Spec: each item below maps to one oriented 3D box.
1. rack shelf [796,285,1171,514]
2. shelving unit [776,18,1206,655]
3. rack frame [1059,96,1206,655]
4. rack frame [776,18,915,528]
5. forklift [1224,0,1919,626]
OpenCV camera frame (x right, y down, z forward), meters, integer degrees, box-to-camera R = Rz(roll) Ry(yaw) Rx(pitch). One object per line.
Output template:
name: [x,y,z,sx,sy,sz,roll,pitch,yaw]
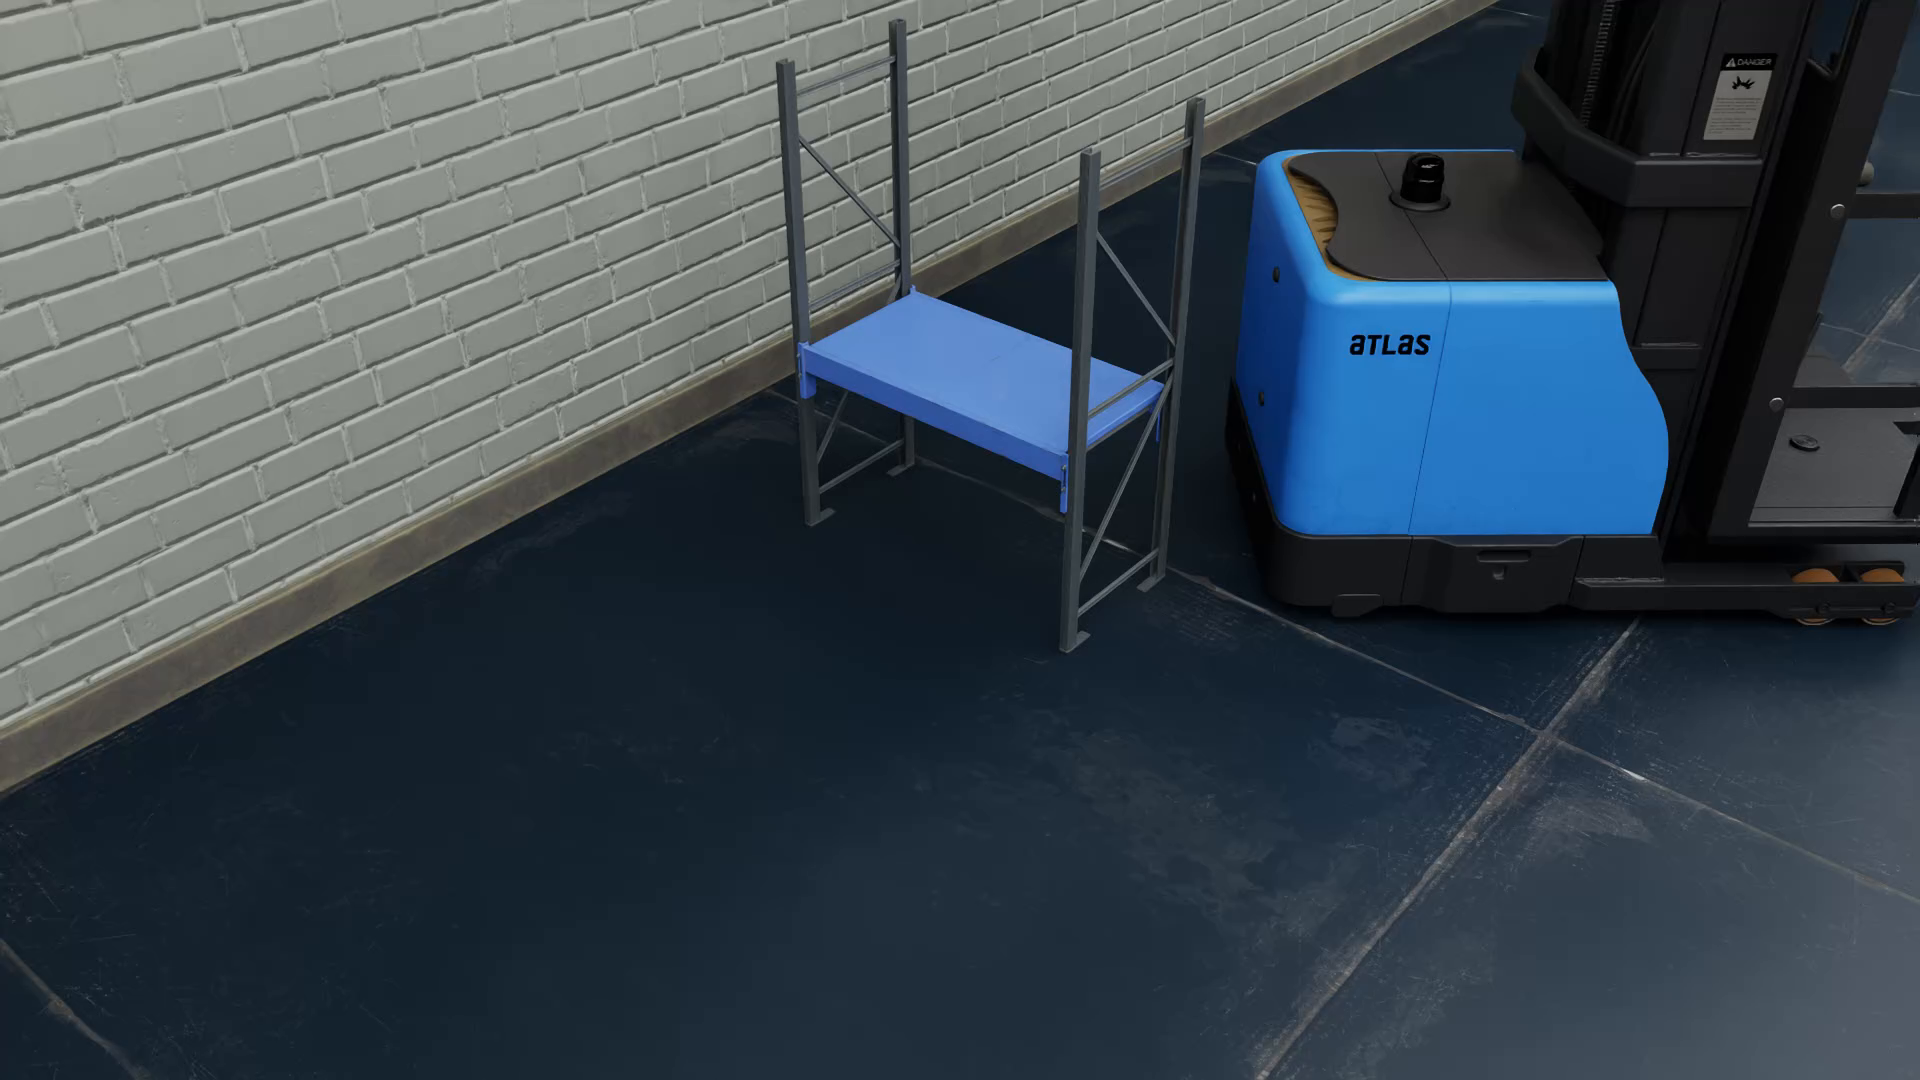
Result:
rack shelf: [0.066,-0.439,4.882,1.000,0.185,0.538,25,42,32]
shelving unit: [0.066,-0.587,4.780,1.048,1.500,0.538,25,42,32]
rack frame: [0.456,-0.403,4.512,0.032,1.500,0.500,25,42,32]
rack frame: [-0.325,-0.771,5.049,0.032,1.500,0.500,25,42,32]
forklift: [2.412,-1.259,4.494,3.031,2.935,1.130,0,34,0]
